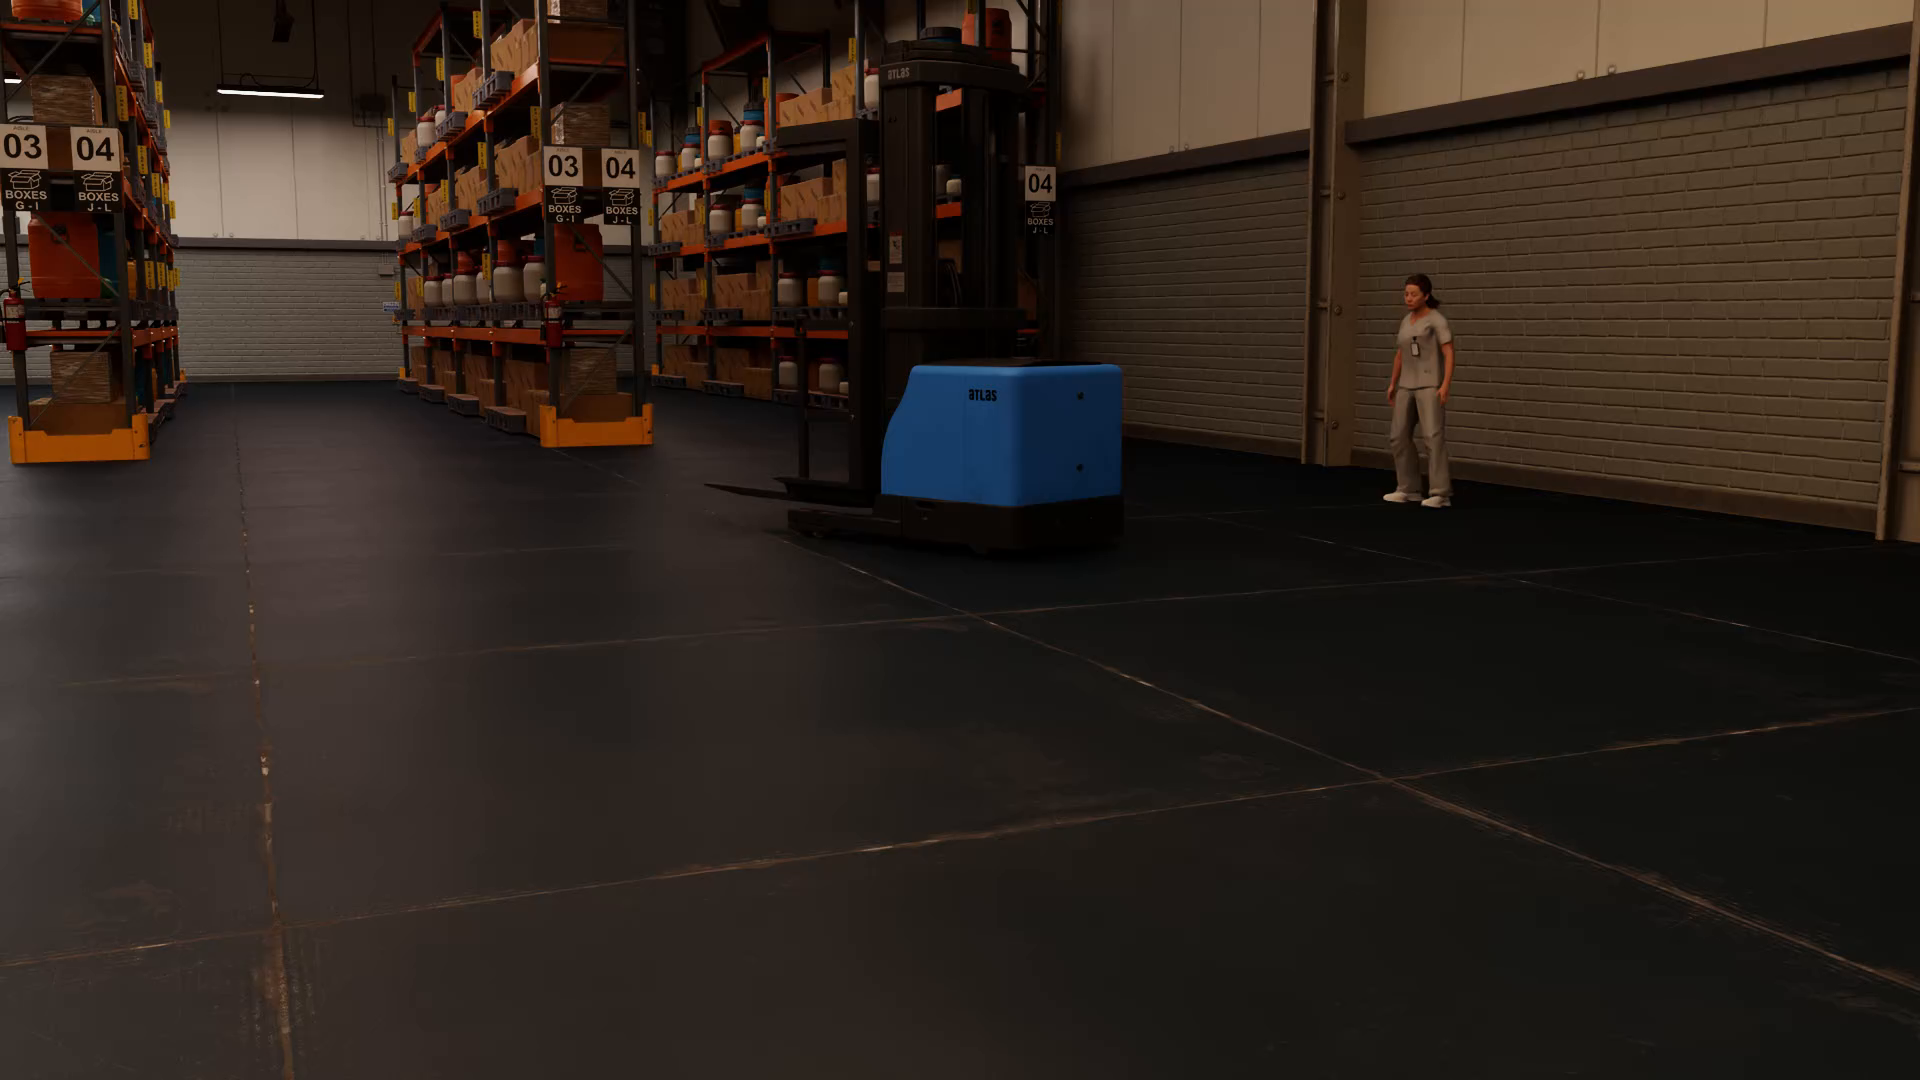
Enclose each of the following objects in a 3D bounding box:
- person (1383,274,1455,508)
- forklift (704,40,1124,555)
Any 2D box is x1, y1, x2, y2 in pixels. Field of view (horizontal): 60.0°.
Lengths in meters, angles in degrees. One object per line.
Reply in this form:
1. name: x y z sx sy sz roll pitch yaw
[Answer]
1. person: 3.318 -1.087 12.050 0.377 1.663 0.624 -4 9 -30
2. forklift: -0.436 -1.509 10.383 3.031 2.935 1.130 7 10 44
